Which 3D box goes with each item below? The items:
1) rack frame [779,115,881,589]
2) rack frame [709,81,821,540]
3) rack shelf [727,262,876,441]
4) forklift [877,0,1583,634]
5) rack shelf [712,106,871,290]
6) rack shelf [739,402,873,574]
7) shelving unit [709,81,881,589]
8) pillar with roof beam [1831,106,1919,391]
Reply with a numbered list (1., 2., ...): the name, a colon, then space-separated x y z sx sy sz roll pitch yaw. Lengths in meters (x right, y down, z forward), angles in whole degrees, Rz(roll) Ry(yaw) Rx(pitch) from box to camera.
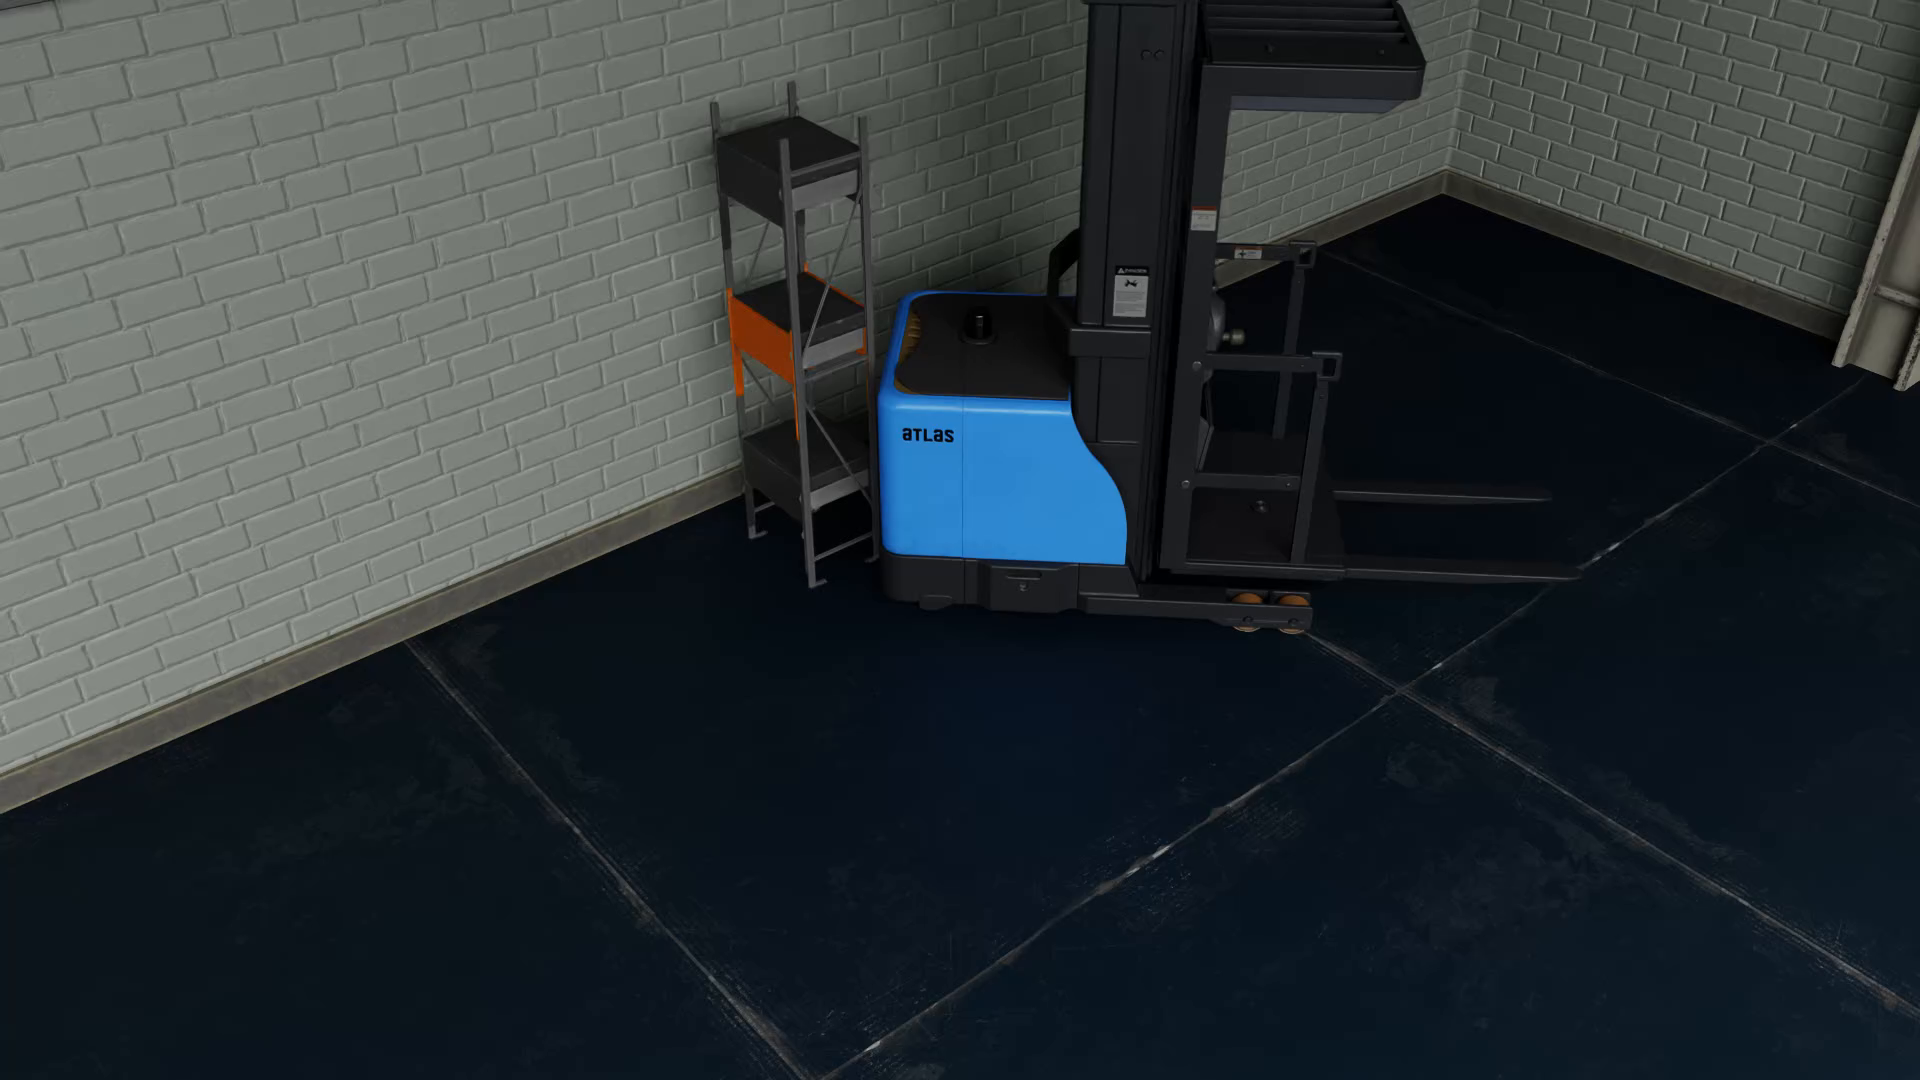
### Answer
1. rack frame: -0.520 -0.713 6.940 0.400 2.100 0.015 -25 42 -31
2. rack frame: -0.826 -0.932 7.250 0.400 2.100 0.015 -25 42 -31
3. rack shelf: -0.673 -0.811 7.103 0.431 0.518 0.480 -25 42 -31
4. forklift: 1.190 -1.111 6.783 3.031 2.935 1.130 2 35 4
5. rack shelf: -0.673 -1.383 6.698 0.431 0.518 0.480 -25 42 -31
6. rack shelf: -0.673 -0.240 7.507 0.431 0.518 0.480 -25 42 -31
7. shelving unit: -0.673 -0.823 7.095 0.431 2.100 0.503 -25 42 -31
8. pillar with roof beam: 1.727 -3.002 4.203 9.100 9.000 0.400 -26 43 -32
